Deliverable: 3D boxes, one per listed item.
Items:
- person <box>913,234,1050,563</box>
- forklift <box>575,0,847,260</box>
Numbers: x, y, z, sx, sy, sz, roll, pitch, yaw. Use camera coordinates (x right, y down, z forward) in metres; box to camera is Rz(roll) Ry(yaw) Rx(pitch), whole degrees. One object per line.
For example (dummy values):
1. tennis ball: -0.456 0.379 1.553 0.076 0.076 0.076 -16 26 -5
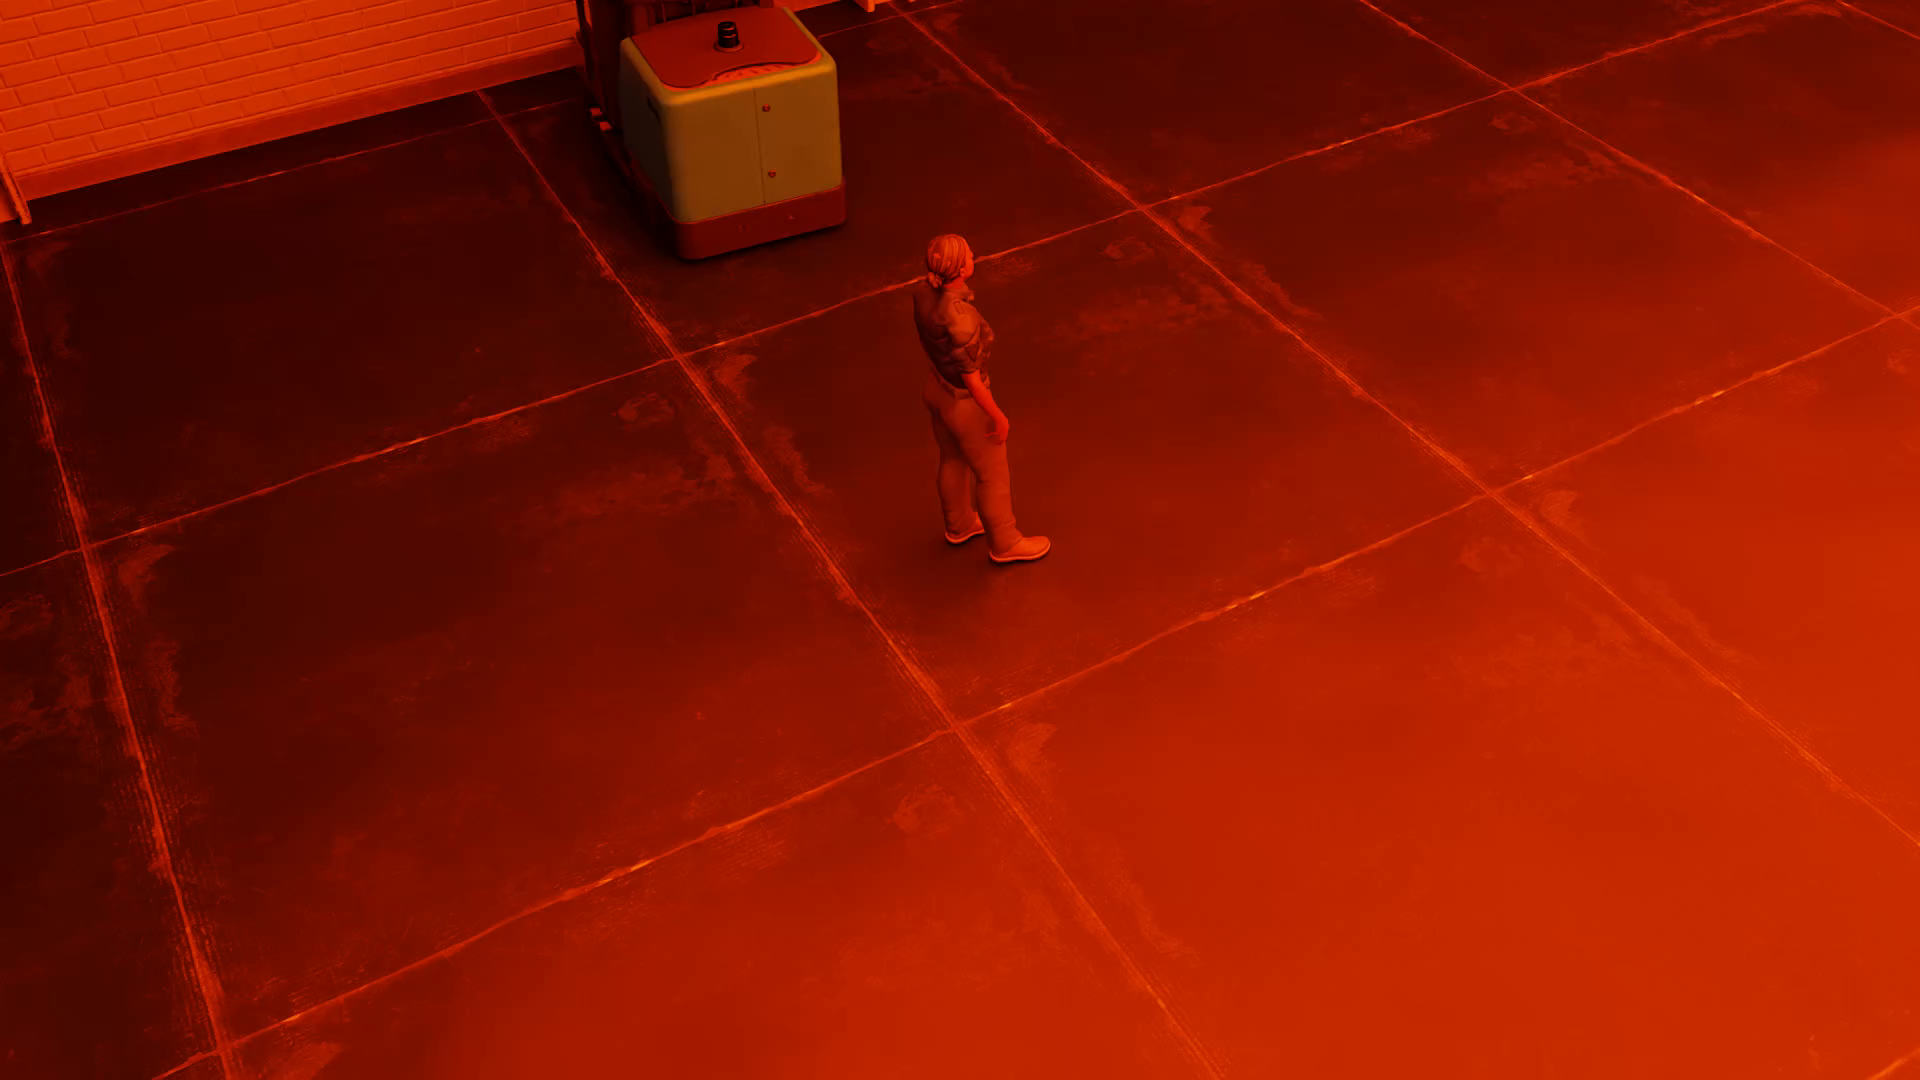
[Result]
1. person: 0.086 -0.630 7.305 0.503 1.656 0.569 -21 47 -21
2. forklift: -1.747 -3.675 9.660 1.130 2.935 3.031 -18 46 -18
